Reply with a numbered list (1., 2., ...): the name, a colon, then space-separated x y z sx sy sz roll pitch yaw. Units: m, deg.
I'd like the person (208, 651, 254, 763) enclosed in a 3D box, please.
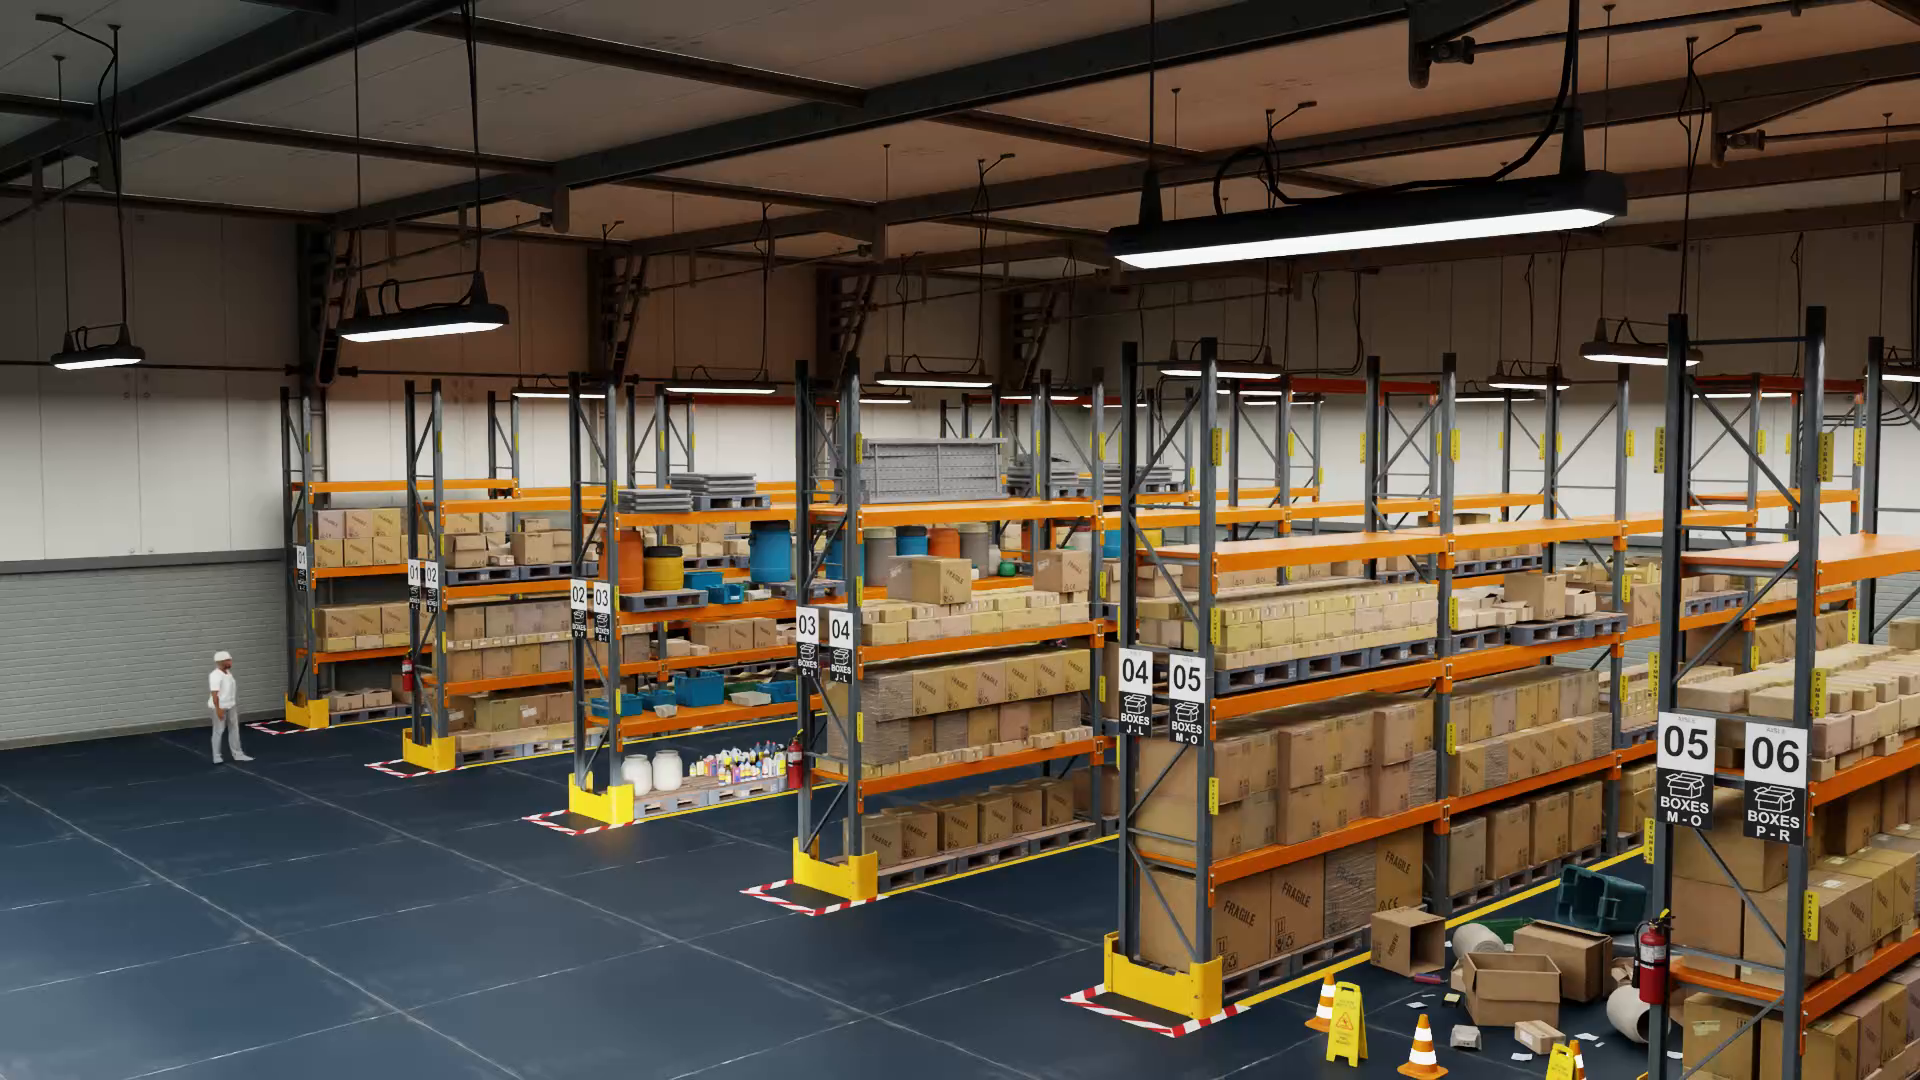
1. person: -11.511 2.628 26.069 0.569 1.761 0.612 1 4 17
